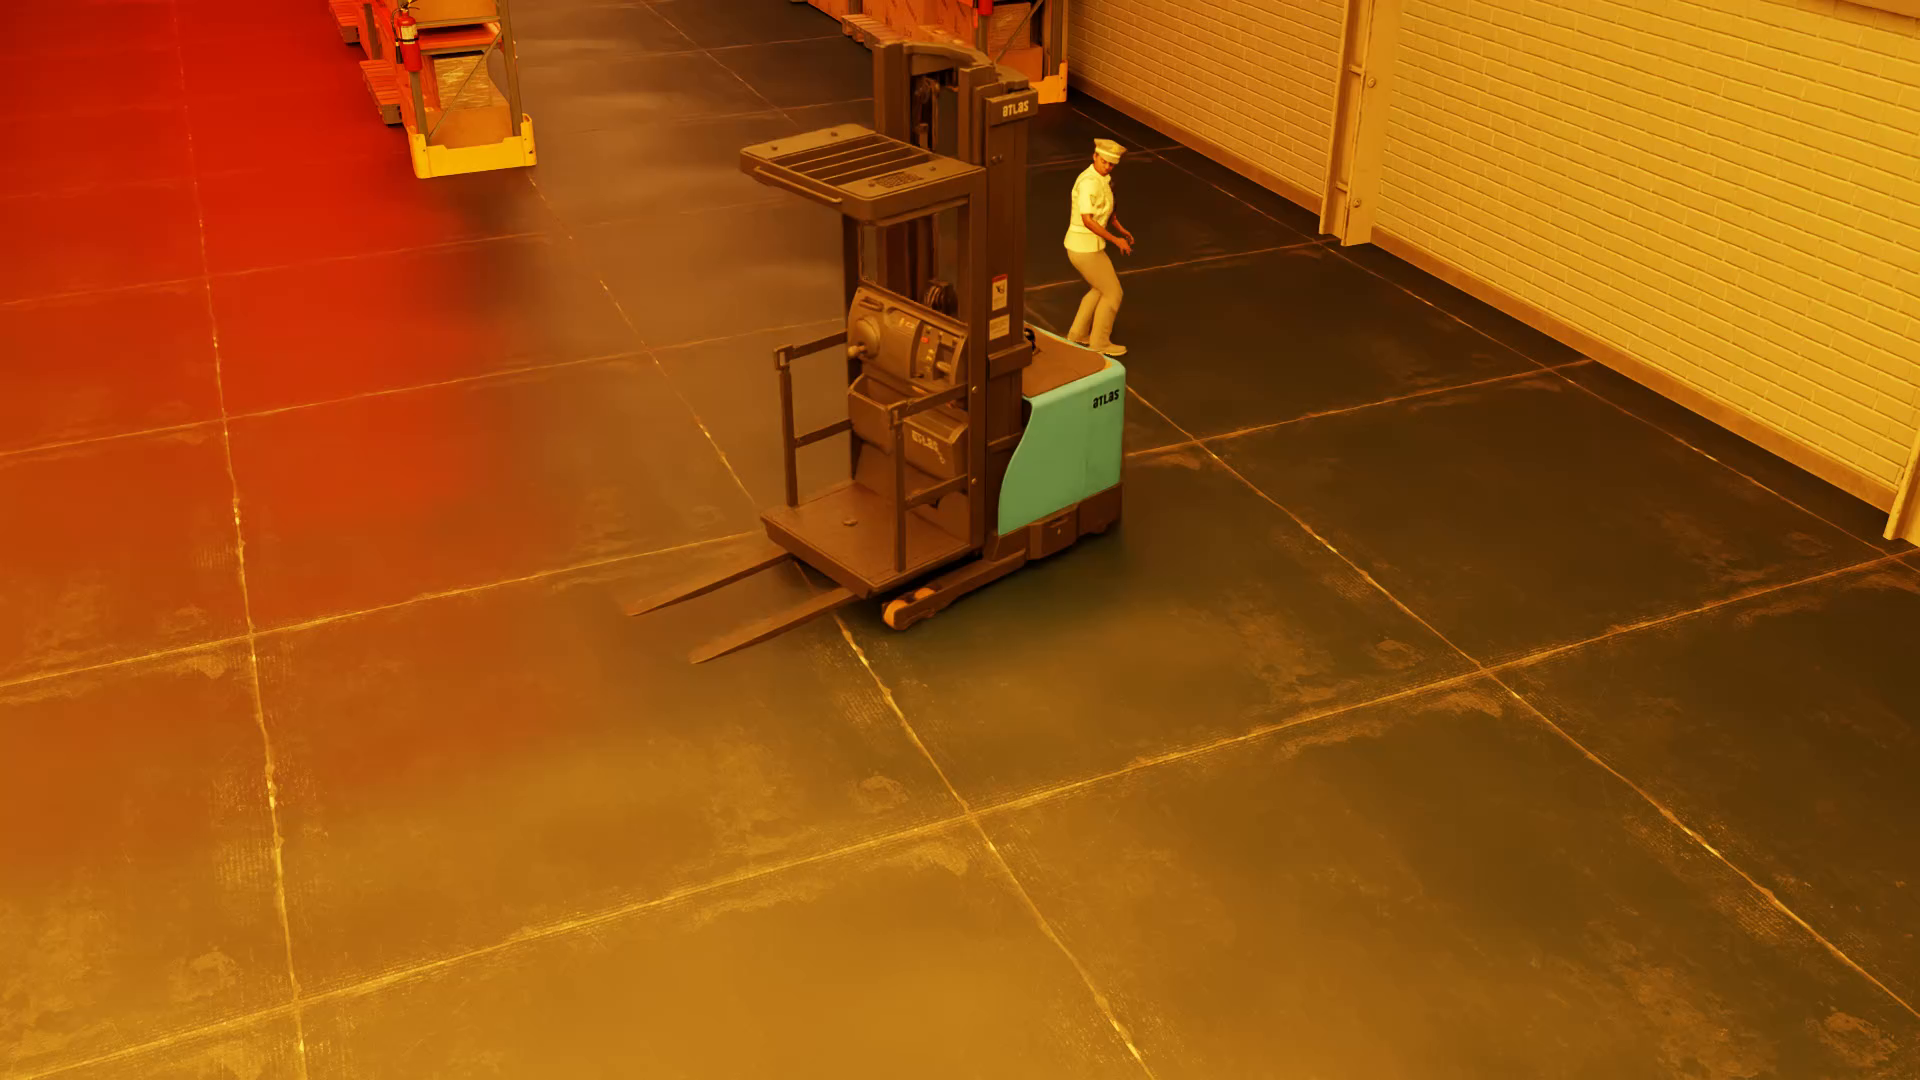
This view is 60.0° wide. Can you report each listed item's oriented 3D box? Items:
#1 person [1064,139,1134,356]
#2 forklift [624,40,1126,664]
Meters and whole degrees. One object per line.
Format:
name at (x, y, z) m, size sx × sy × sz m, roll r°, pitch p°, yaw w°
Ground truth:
person at (1.027, -2.152, 12.237) m, size 0.519 × 1.625 × 0.685 m, roll 2°, pitch 30°, yaw 4°
forklift at (-0.453, -1.066, 8.984) m, size 3.031 × 2.935 × 1.130 m, roll -24°, pitch 37°, yaw -35°
